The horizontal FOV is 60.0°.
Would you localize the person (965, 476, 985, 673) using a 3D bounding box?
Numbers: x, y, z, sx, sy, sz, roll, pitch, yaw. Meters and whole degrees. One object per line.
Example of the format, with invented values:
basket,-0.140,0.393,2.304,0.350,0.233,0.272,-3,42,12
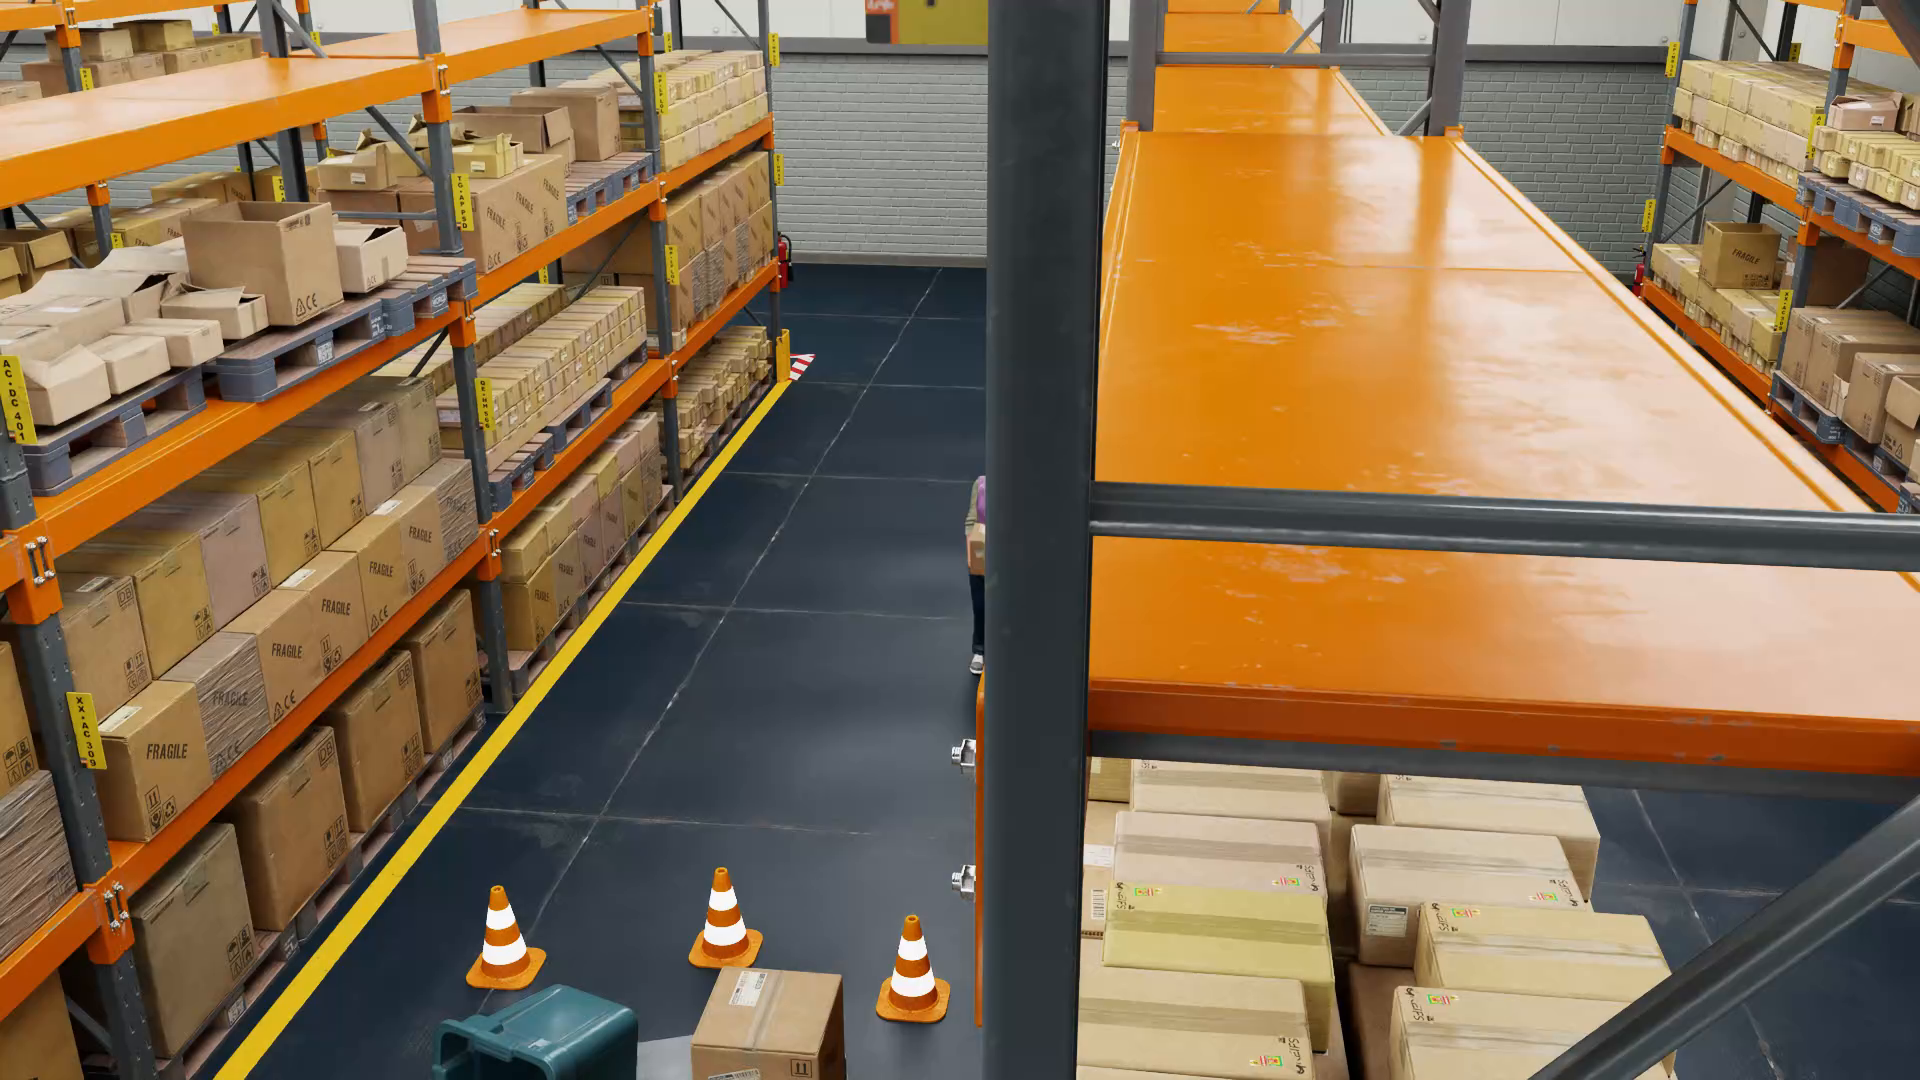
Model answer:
person,0.232,0.160,11.078,0.404,1.591,0.496,3,22,7
